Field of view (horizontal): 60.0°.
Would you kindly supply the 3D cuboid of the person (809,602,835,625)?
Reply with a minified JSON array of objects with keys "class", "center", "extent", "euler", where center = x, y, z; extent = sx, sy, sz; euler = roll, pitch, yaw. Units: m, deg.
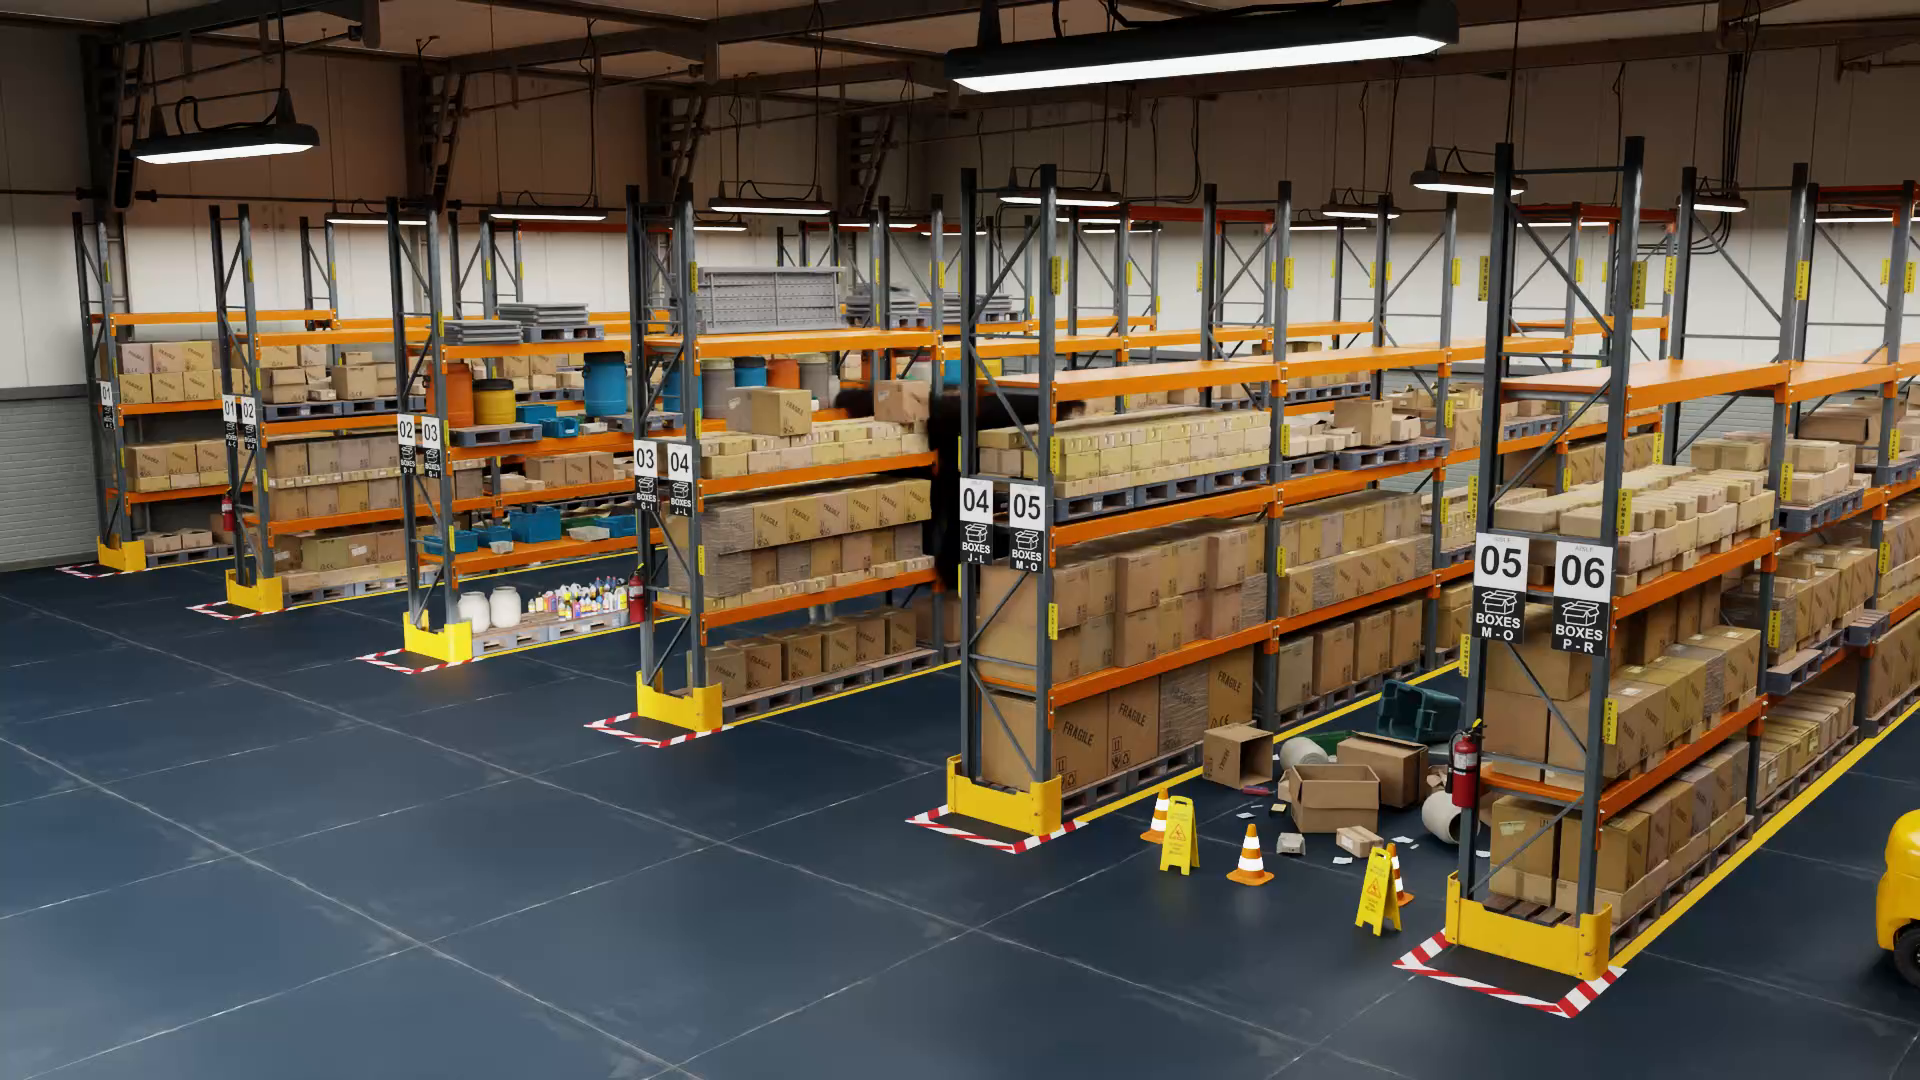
[{"class":"person","center":[-1.903,0.370,22.476],"extent":[0.513,1.761,0.399],"euler":[-3,10,-15]}]

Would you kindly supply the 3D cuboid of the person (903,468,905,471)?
[{"class":"person","center":[-0.782,-1.064,32.286],"extent":[0.587,1.762,0.564],"euler":[-7,12,-37]}]
